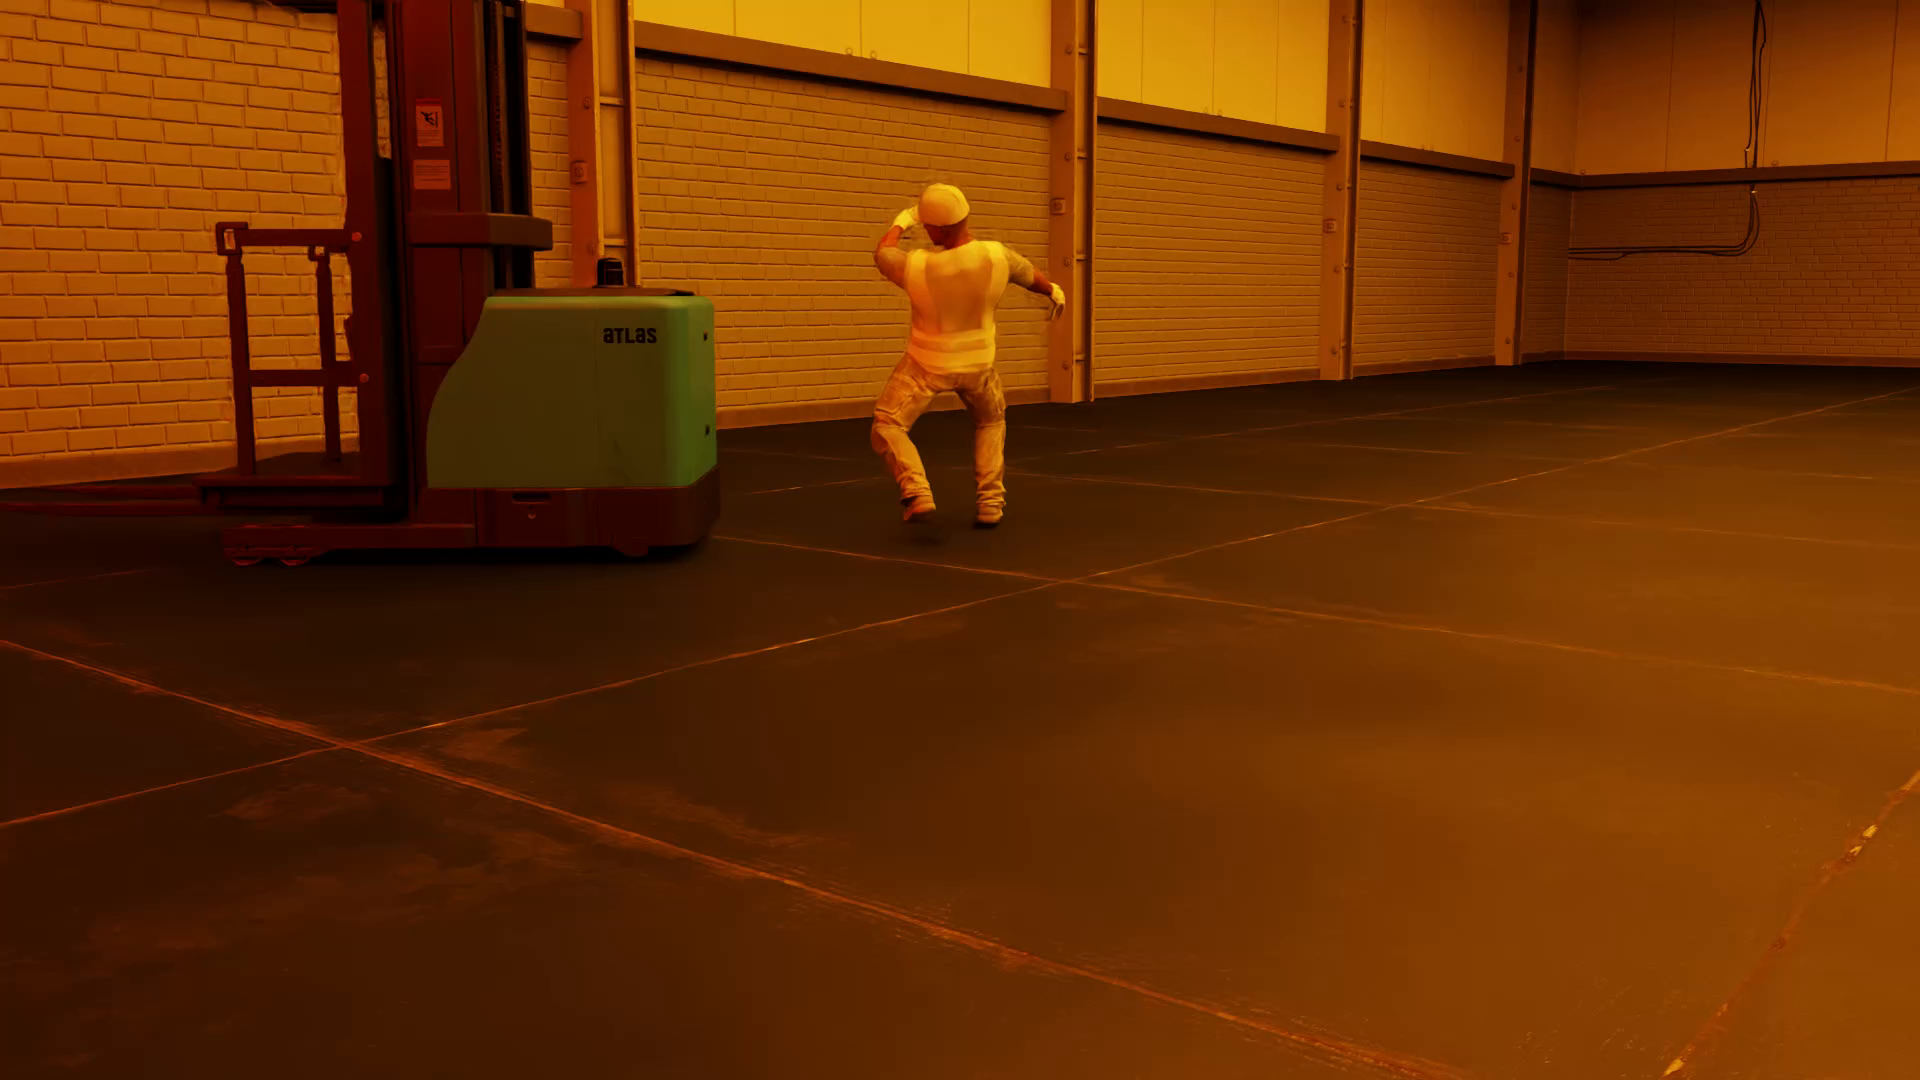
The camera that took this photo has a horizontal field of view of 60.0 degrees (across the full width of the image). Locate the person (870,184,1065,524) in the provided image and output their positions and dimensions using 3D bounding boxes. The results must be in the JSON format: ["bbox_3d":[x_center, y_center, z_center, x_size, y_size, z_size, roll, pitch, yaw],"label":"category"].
[{"bbox_3d":[0.062,-0.850,7.758,1.078,1.539,0.786,-5,10,-30],"label":"person"}]

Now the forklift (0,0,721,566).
[{"bbox_3d":[-2.608,-1.424,7.016,3.031,2.935,1.130,0,8,-1],"label":"forklift"}]
